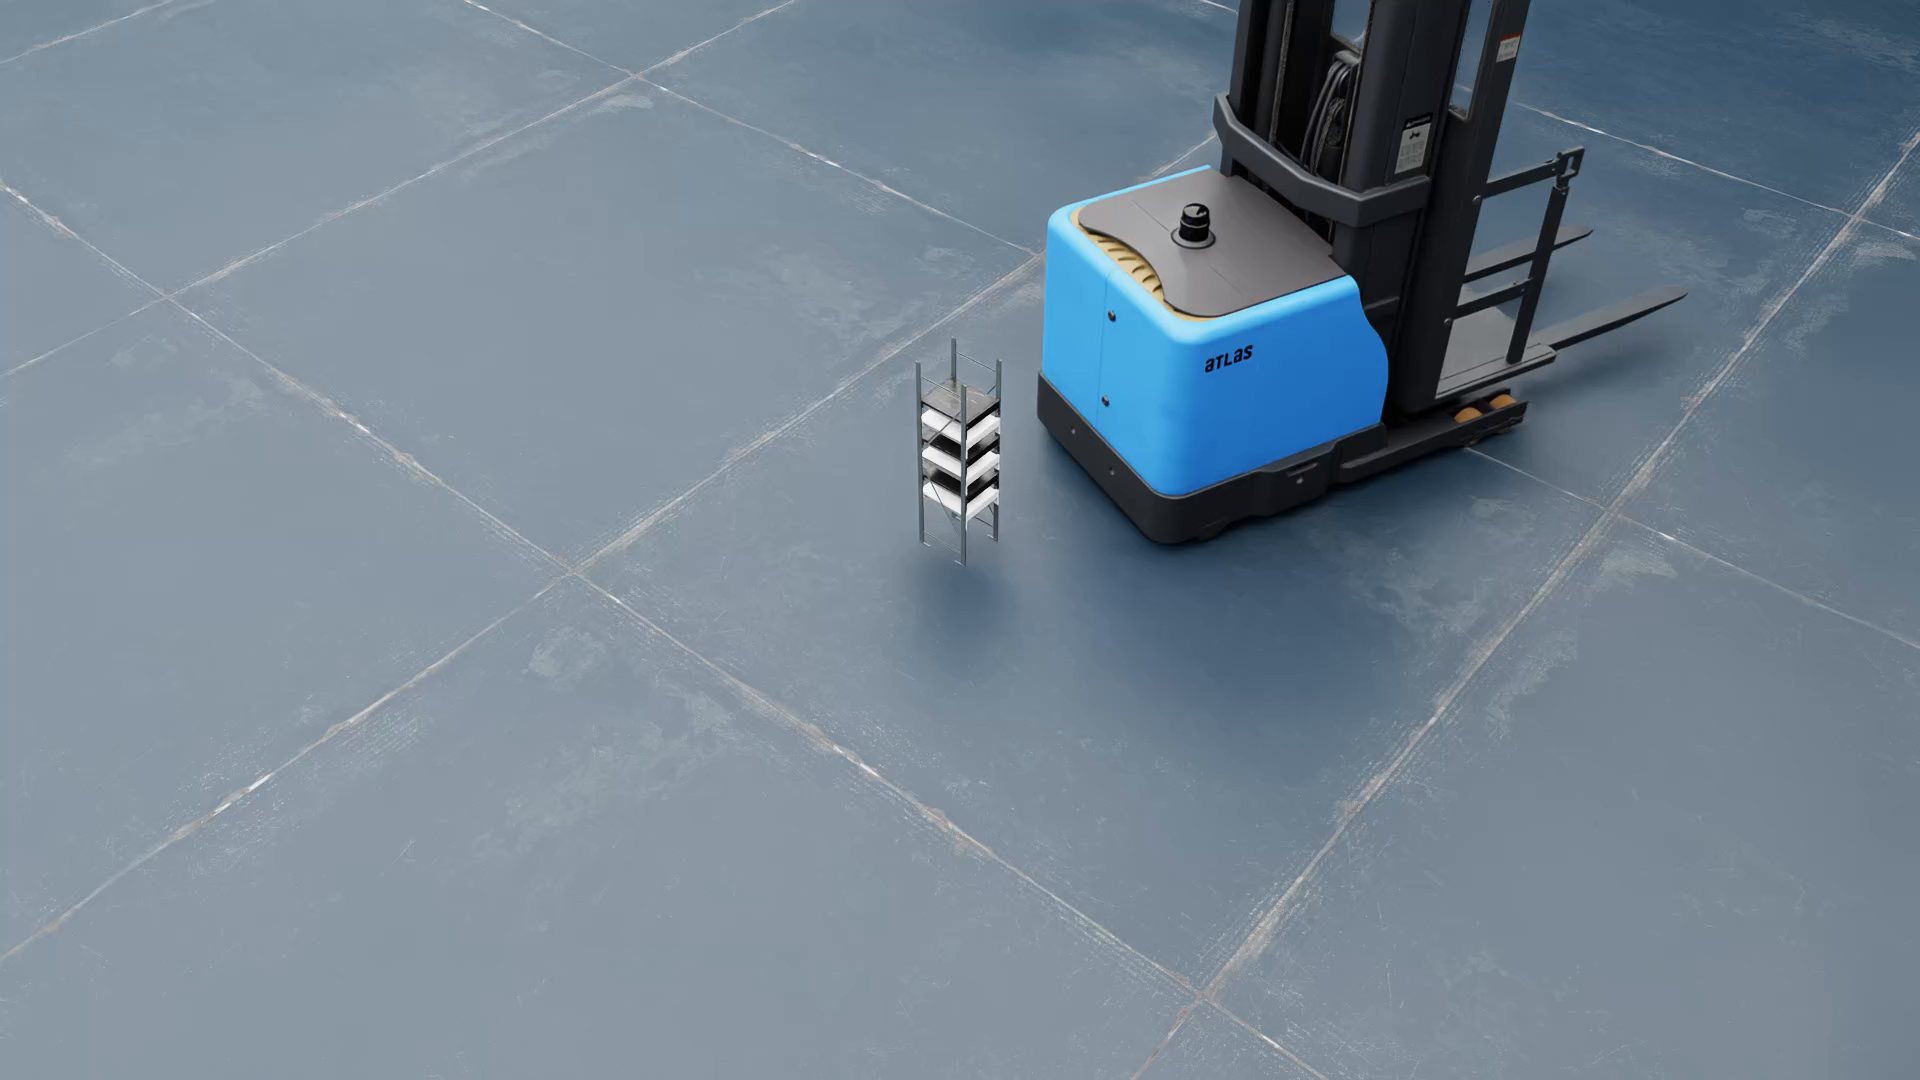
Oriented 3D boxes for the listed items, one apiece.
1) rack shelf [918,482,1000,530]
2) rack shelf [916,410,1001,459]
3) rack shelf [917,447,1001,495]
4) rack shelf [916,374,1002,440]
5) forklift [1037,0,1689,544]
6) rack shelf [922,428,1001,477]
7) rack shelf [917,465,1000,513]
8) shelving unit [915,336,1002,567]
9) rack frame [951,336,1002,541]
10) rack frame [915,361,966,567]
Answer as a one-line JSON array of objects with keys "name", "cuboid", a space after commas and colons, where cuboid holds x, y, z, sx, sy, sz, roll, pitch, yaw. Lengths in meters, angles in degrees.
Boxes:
[{"name": "rack shelf", "cuboid": [-0.005, -0.171, 6.586, 0.258, 0.077, 0.200, 29, 50, 28]}, {"name": "rack shelf", "cuboid": [-0.005, -0.437, 6.344, 0.258, 0.077, 0.200, 29, 50, 28]}, {"name": "rack shelf", "cuboid": [-0.005, -0.304, 6.465, 0.258, 0.077, 0.200, 29, 50, 28]}, {"name": "rack shelf", "cuboid": [-0.005, -0.504, 6.283, 0.258, 0.077, 0.200, 29, 50, 28]}, {"name": "forklift", "cuboid": [1.879, -1.784, 6.533, 3.031, 2.935, 1.130, -20, 46, -21]}, {"name": "rack shelf", "cuboid": [-0.005, -0.371, 6.405, 0.258, 0.077, 0.200, 29, 50, 28]}, {"name": "rack shelf", "cuboid": [-0.005, -0.238, 6.526, 0.258, 0.077, 0.200, 29, 50, 28]}, {"name": "shelving unit", "cuboid": [-0.005, -0.329, 6.443, 0.258, 0.900, 0.210, 29, 50, 28]}, {"name": "rack frame", "cuboid": [0.060, -0.381, 6.500, 0.240, 0.900, 0.006, 29, 50, 28]}, {"name": "rack frame", "cuboid": [-0.071, -0.276, 6.385, 0.240, 0.900, 0.006, 29, 50, 28]}]
